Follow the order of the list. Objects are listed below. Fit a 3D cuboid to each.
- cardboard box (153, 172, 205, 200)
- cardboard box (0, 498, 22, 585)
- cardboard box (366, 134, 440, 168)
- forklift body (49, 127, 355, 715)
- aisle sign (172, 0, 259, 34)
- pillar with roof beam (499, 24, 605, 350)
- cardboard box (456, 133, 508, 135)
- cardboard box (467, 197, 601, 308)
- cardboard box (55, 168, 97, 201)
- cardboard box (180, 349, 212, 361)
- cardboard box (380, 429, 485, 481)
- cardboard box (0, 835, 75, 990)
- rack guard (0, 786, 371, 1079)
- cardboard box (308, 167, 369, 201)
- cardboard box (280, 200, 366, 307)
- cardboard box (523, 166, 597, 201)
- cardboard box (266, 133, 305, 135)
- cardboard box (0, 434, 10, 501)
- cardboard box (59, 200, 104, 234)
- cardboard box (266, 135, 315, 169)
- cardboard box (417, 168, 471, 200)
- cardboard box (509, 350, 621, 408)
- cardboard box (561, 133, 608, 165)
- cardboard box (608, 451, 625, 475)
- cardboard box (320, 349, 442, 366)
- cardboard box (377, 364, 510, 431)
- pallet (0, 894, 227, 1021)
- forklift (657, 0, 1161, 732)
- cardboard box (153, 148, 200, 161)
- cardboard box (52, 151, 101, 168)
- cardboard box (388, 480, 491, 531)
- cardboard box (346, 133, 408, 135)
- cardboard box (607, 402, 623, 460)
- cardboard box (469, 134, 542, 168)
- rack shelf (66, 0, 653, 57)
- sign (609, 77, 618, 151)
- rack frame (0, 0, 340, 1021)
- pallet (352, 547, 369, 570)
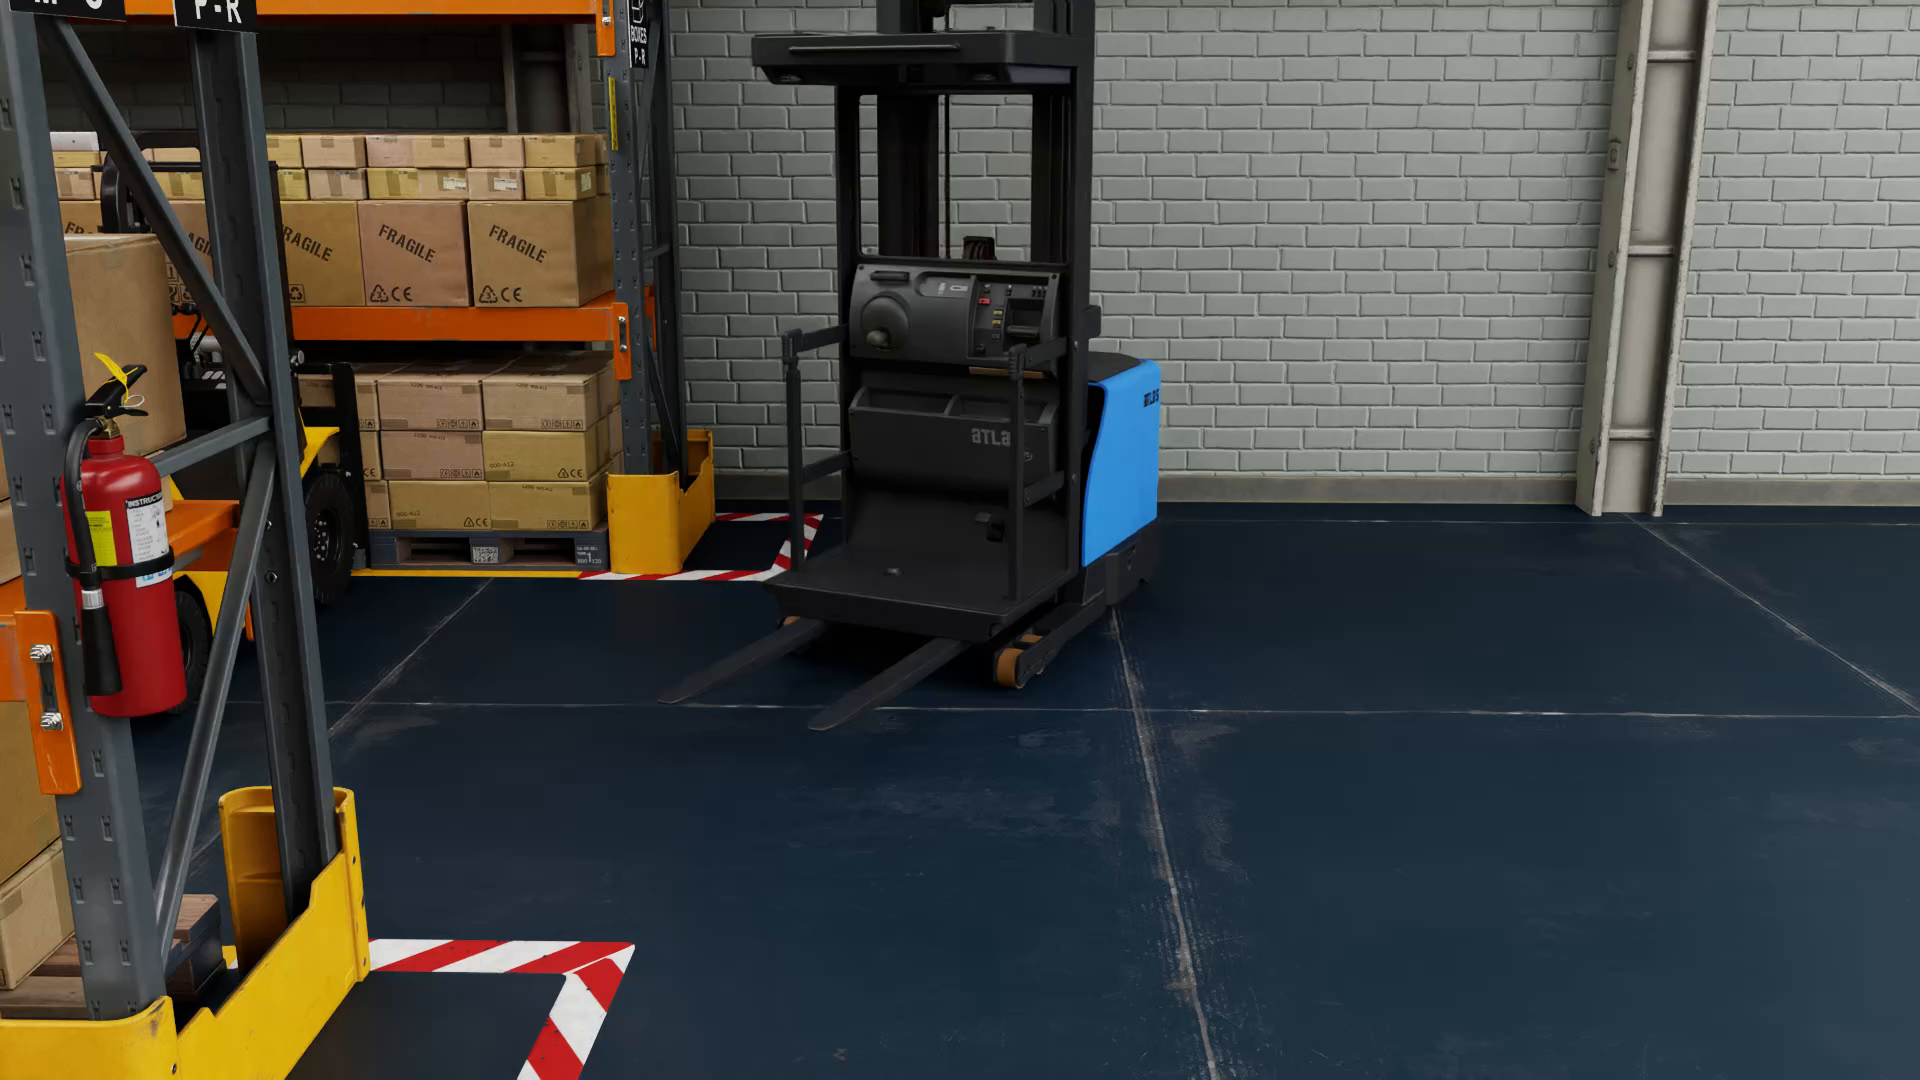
[{"bbox_3d":[-3.713,-1.733,8.062,0.250,0.149,0.380,0,15,0],"label":"cardboard box"},{"bbox_3d":[-2.073,0.010,3.414,0.250,0.149,0.380,1,15,3],"label":"cardboard box"},{"bbox_3d":[-2.691,-1.893,8.084,0.250,0.149,0.380,0,15,2],"label":"cardboard box"},{"bbox_3d":[-3.513,-0.566,6.770,1.214,2.155,2.313,0,15,1],"label":"forklift body"},{"bbox_3d":[-1.624,-1.499,3.546,0.004,0.787,0.394,0,15,1],"label":"aisle sign"},{"bbox_3d":[-2.354,-3.467,4.340,0.400,9.000,9.100,0,15,1],"label":"pillar with roof beam"},{"bbox_3d":[-2.426,-2.000,8.491,0.250,0.149,0.380,1,15,2],"label":"cardboard box"},{"bbox_3d":[-2.070,-1.414,8.123,0.500,0.500,0.500,0,15,0],"label":"cardboard box"},{"bbox_3d":[-4.231,-1.730,8.049,0.250,0.149,0.380,0,15,1],"label":"cardboard box"},{"bbox_3d":[-4.061,-0.852,8.798,0.500,0.250,0.500,0,15,2],"label":"cardboard box"},{"bbox_3d":[-2.567,-0.474,8.344,0.500,0.250,0.500,0,15,1],"label":"cardboard box"},{"bbox_3d":[-2.493,0.887,4.164,0.500,0.250,0.500,0,15,1],"label":"cardboard box"},{"bbox_3d":[-1.770,1.045,3.901,0.348,0.500,1.175,0,15,1],"label":"rack guard"},{"bbox_3d":[-2.955,-1.728,8.041,0.250,0.149,0.380,0,15,0],"label":"cardboard box"},{"bbox_3d":[-3.100,-1.423,8.158,0.500,0.500,0.500,0,15,0],"label":"cardboard box"},{"bbox_3d":[-1.925,-1.722,8.020,0.250,0.149,0.380,1,15,2],"label":"cardboard box"},{"bbox_3d":[-3.447,-2.009,8.525,0.250,0.149,0.380,0,15,2],"label":"cardboard box"},{"bbox_3d":[-2.244,-0.289,3.276,0.500,0.500,0.500,0,15,0],"label":"cardboard box"},{"bbox_3d":[-4.105,-1.432,8.192,0.500,0.500,0.500,0,15,1],"label":"cardboard box"},{"bbox_3d":[-3.213,-1.867,7.984,0.250,0.149,0.380,1,15,3],"label":"cardboard box"},{"bbox_3d":[-2.439,-1.734,8.063,0.250,0.149,0.380,1,15,2],"label":"cardboard box"},{"bbox_3d":[-2.047,-0.838,8.742,0.500,0.250,0.500,0,15,1],"label":"cardboard box"},{"bbox_3d":[-1.901,-1.992,8.459,0.250,0.149,0.380,0,15,0],"label":"cardboard box"},{"bbox_3d":[-2.057,-0.356,8.876,0.500,0.250,0.500,0,15,2],"label":"cardboard box"},{"bbox_3d":[-3.046,-0.846,8.774,0.500,0.250,0.500,0,15,1],"label":"cardboard box"},{"bbox_3d":[-2.550,-0.712,8.264,0.500,0.250,0.500,1,15,2],"label":"cardboard box"},{"bbox_3d":[-2.581,1.170,3.992,1.213,0.211,1.003,0,15,1],"label":"pallet"},{"bbox_3d":[-0.118,-0.950,6.697,1.130,2.935,3.031,7,16,24],"label":"forklift"},{"bbox_3d":[-3.719,-1.898,8.104,0.250,0.149,0.380,0,15,2],"label":"cardboard box"},{"bbox_3d":[-4.225,-1.883,8.046,0.250,0.149,0.380,0,15,1],"label":"cardboard box"},{"bbox_3d":[-2.546,-0.231,8.403,0.500,0.250,0.500,0,15,1],"label":"cardboard box"},{"bbox_3d":[-2.937,-2.001,8.494,0.250,0.149,0.380,1,15,3],"label":"cardboard box"},{"bbox_3d":[-2.036,-0.601,8.824,0.500,0.250,0.500,1,15,2],"label":"cardboard box"},{"bbox_3d":[-2.182,-1.877,8.026,0.250,0.149,0.380,0,15,2],"label":"cardboard box"},{"bbox_3d":[-3.570,-2.545,8.136,4.000,0.370,1.077,0,15,1],"label":"rack shelf"},{"bbox_3d":[-1.599,-1.965,7.676,0.005,0.325,0.100,0,15,1],"label":"sign"},{"bbox_3d":[-1.694,-0.164,3.580,0.127,3.000,1.000,0,15,1],"label":"rack frame"},{"bbox_3d":[-3.553,-0.084,8.745,1.213,0.211,1.003,0,15,1],"label":"pallet"}]
